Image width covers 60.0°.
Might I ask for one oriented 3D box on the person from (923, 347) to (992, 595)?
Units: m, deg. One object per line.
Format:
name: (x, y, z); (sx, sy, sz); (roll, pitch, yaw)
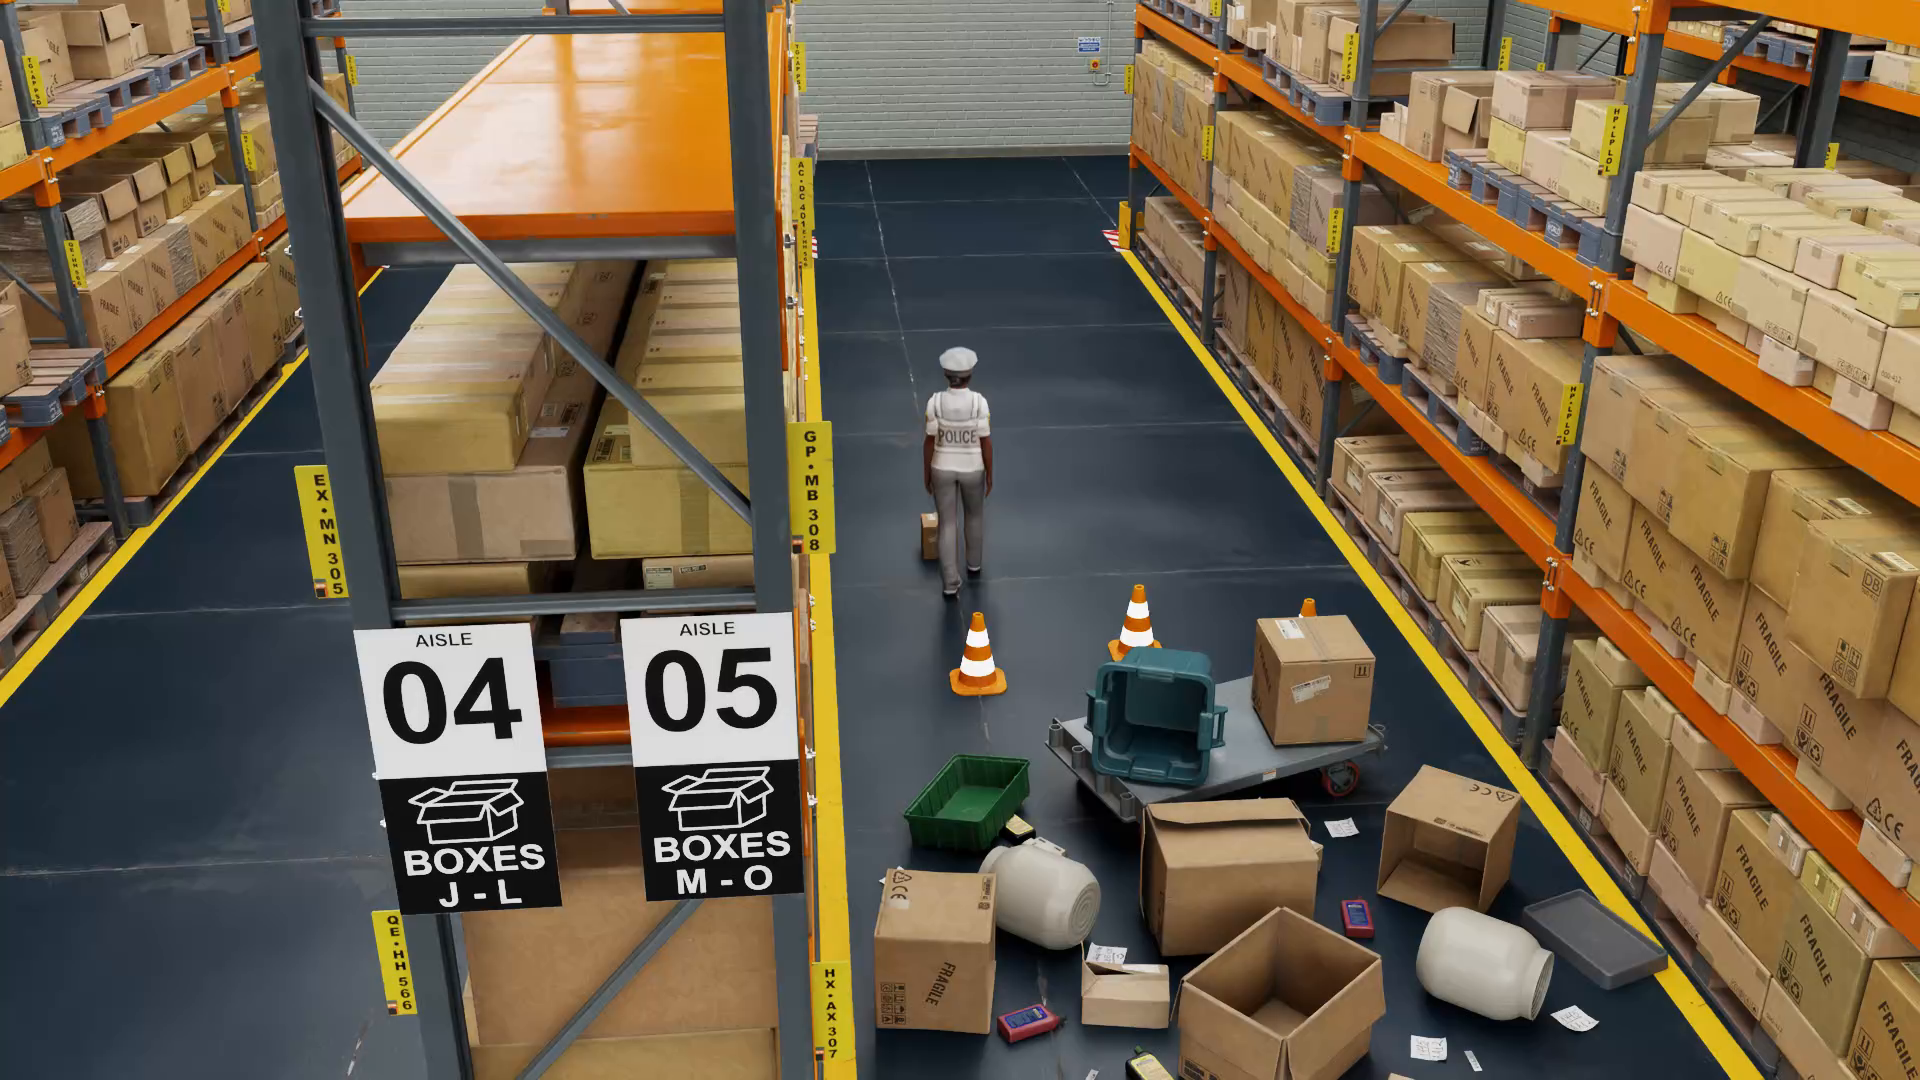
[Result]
person: (-0.016, -0.512, 11.224); (0.461, 1.670, 0.689); (0, 24, -1)
